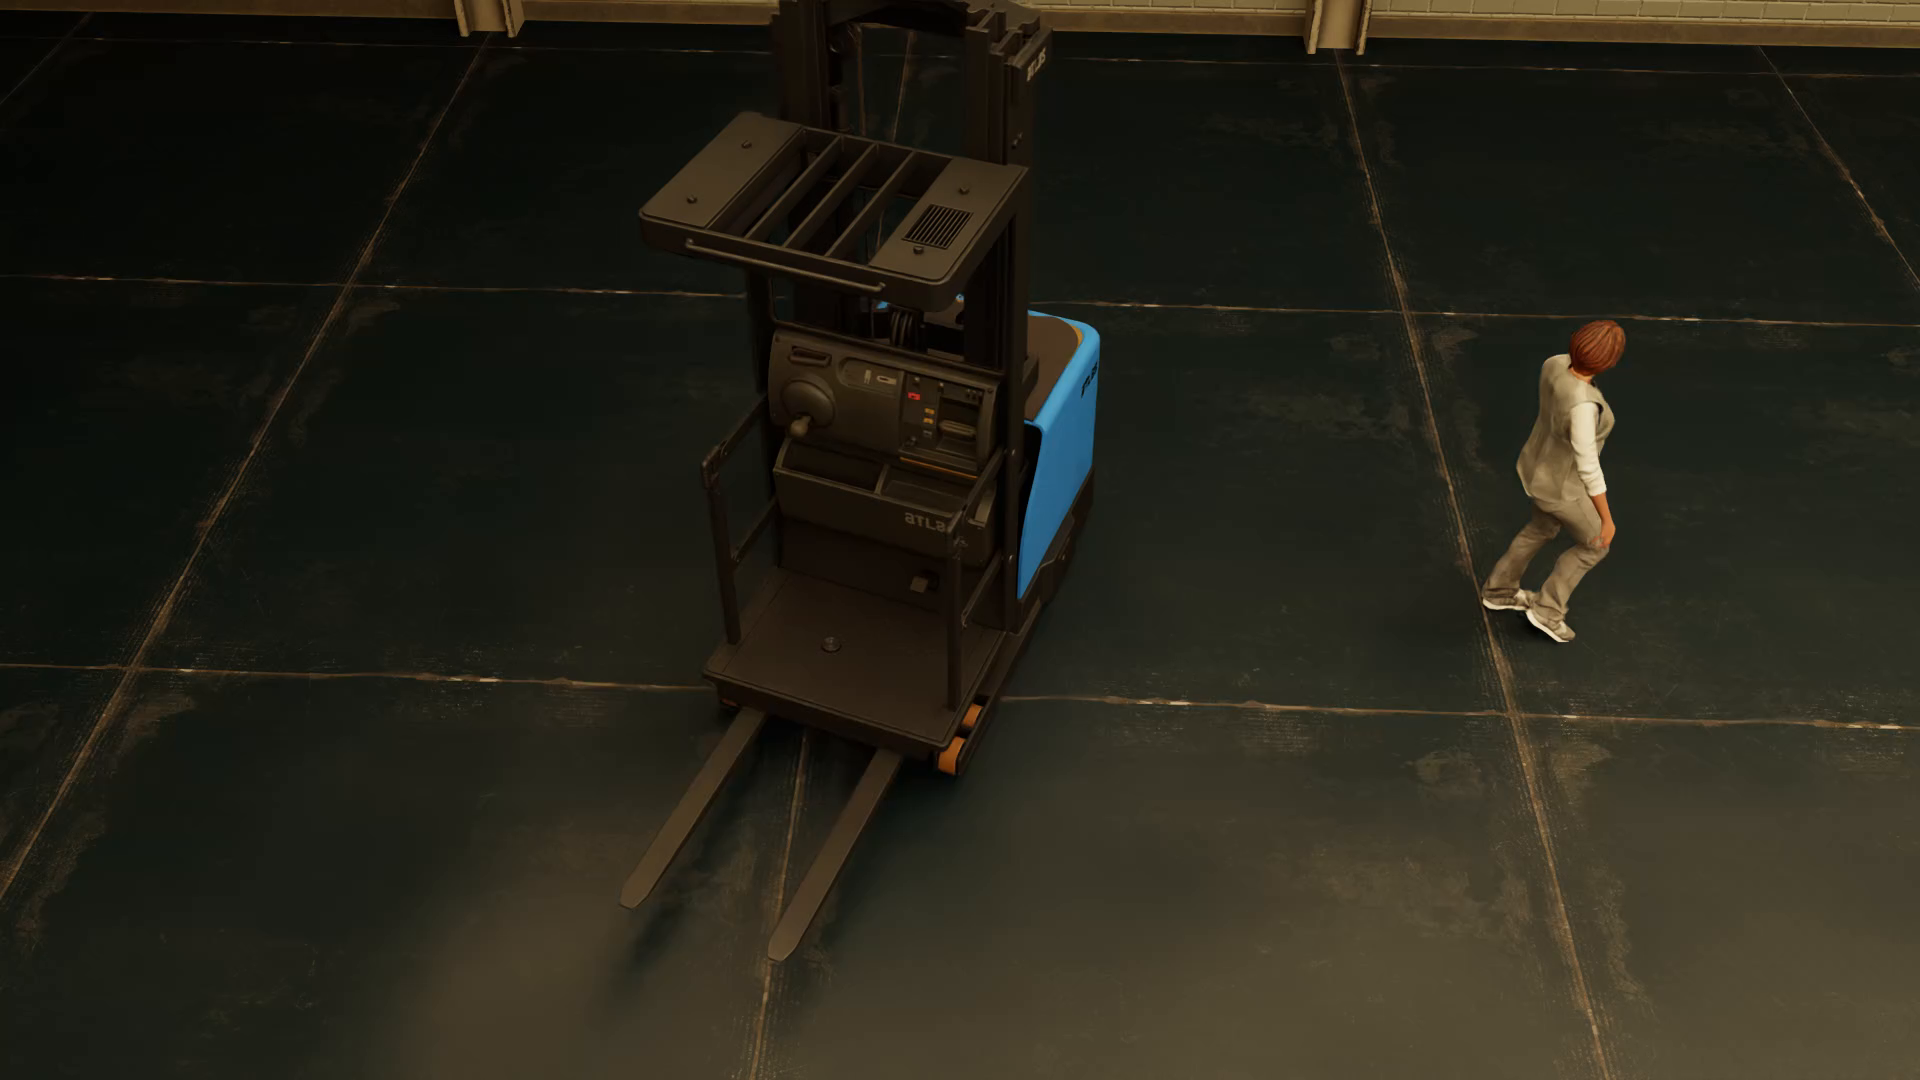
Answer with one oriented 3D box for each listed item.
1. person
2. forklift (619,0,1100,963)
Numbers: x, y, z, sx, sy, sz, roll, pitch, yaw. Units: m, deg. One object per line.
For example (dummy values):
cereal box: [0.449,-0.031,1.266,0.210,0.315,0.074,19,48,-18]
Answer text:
person: [2.570,-0.250,7.052,0.422,1.597,0.774,0,42,0]
forklift: [-0.383,-0.441,6.225,1.130,2.935,3.031,15,45,16]
